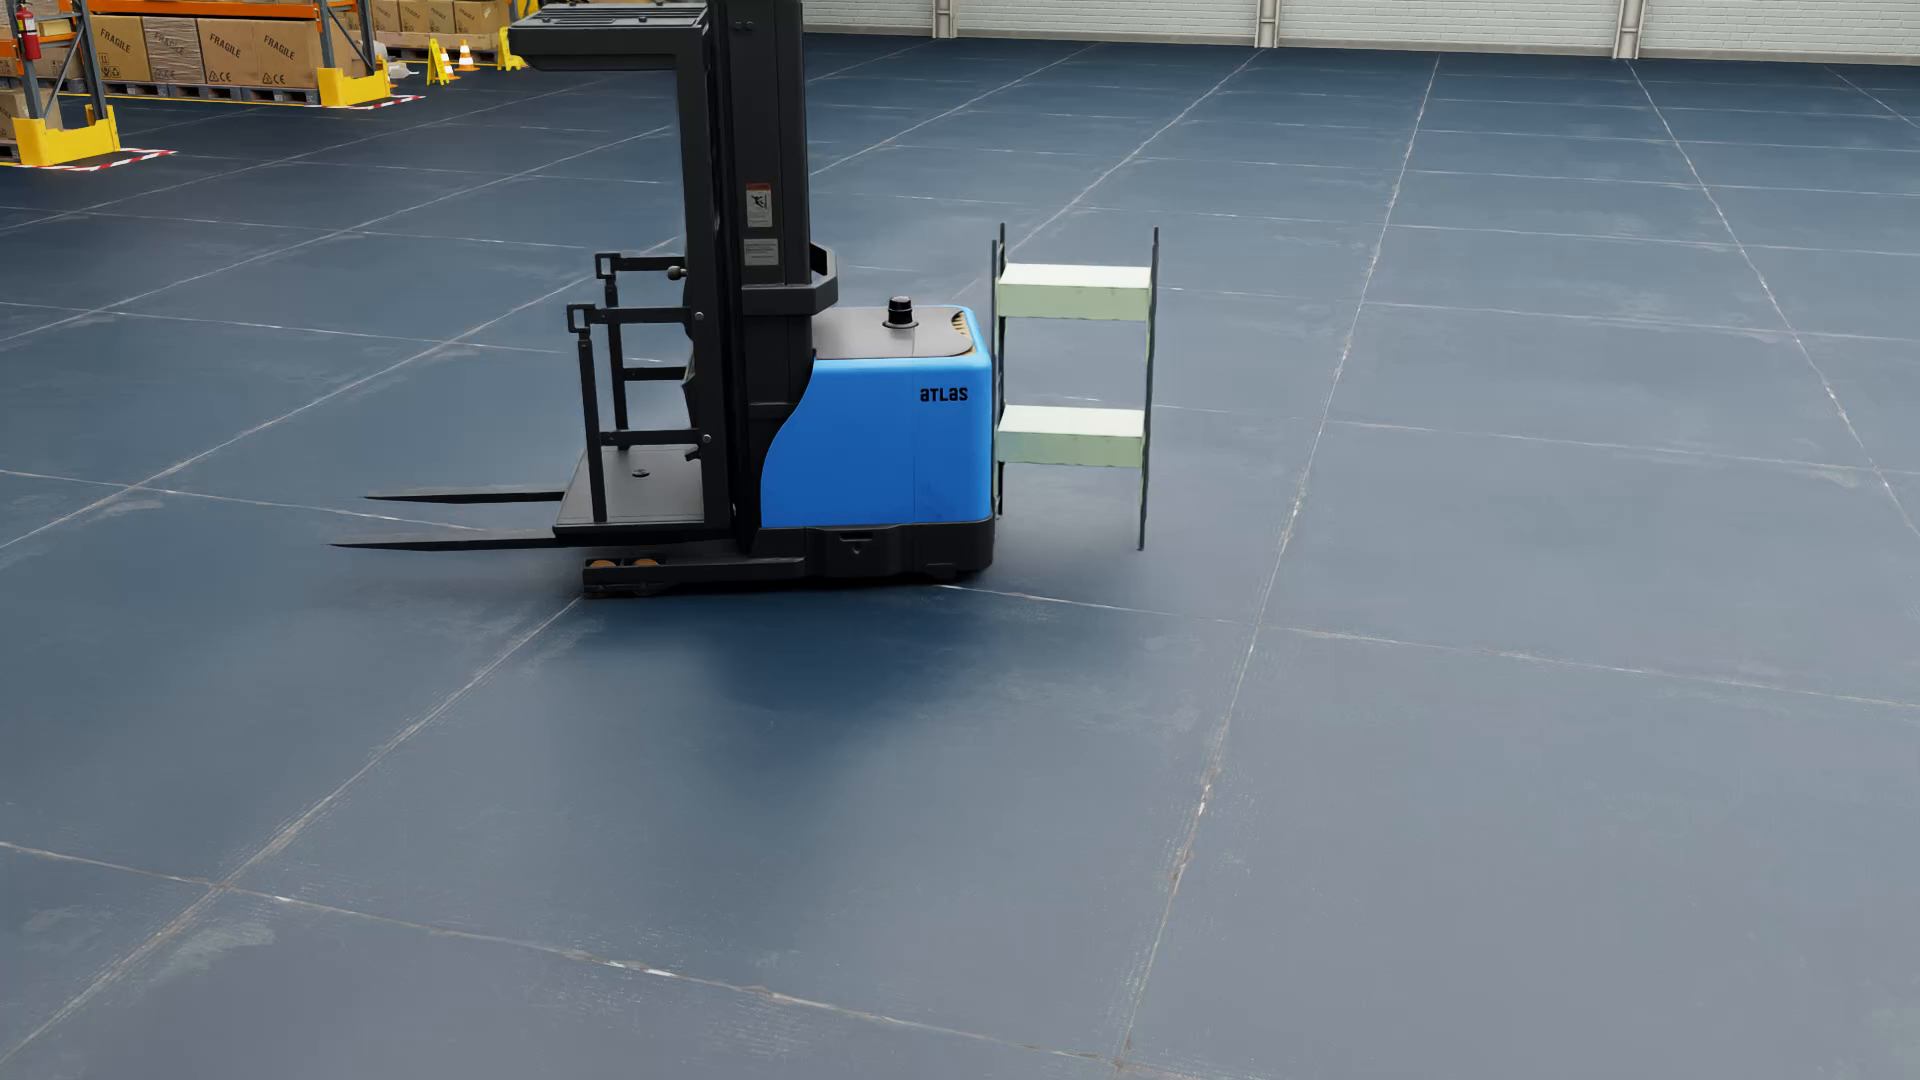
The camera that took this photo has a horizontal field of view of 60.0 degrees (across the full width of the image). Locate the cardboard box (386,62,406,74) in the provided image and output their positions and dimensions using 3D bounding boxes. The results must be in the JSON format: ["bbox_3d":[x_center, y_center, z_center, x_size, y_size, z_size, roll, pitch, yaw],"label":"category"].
[{"bbox_3d":[-8.888,-7.377,25.997,0.380,0.149,0.250,-20,29,-39],"label":"cardboard box"}]

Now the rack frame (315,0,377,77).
[{"bbox_3d":[-8.383,-7.477,22.484,0.127,3.000,1.000,7,23,16],"label":"rack frame"}]

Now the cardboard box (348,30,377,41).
[{"bbox_3d":[-9.878,-8.430,27.877,0.500,0.250,0.500,8,24,19],"label":"cardboard box"}]

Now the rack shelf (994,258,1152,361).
[{"bbox_3d":[0.545,-1.098,7.881,0.720,0.370,0.431,3,22,7],"label":"rack shelf"}]

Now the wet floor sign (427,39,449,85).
[{"bbox_3d":[-7.783,-7.104,24.677,0.232,0.644,0.267,3,22,6],"label":"wet floor sign"}]

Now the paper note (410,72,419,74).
[{"bbox_3d":[-8.530,-7.293,25.948,0.142,0.019,0.148,-1,22,-3],"label":"paper note"}]

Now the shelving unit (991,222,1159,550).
[{"bbox_3d":[0.545,-0.737,8.030,0.755,1.500,0.431,3,22,7],"label":"shelving unit"}]

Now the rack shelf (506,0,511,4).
[{"bbox_3d":[-8.965,-9.173,27.566,4.000,0.370,1.077,7,23,16],"label":"rack shelf"}]

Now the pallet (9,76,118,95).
[{"bbox_3d":[-12.973,-6.682,24.221,1.213,0.211,1.003,7,23,16],"label":"pallet"}]

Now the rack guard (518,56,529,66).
[{"bbox_3d":[-7.123,-8.138,27.390,0.348,0.500,1.175,7,23,16],"label":"rack guard"}]

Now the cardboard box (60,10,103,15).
[{"bbox_3d":[-15.346,-9.480,29.615,0.875,0.875,0.875,6,23,15],"label":"cardboard box"}]

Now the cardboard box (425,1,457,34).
[{"bbox_3d":[-8.393,-8.604,27.315,0.500,0.500,0.500,7,23,17],"label":"cardboard box"}]

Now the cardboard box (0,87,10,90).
[{"bbox_3d":[-11.088,-4.851,18.823,0.500,0.500,0.500,13,26,29],"label":"cardboard box"}]

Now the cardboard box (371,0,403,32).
[{"bbox_3d":[-9.381,-8.719,27.595,0.500,0.500,0.500,8,24,18],"label":"cardboard box"}]

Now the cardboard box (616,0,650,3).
[{"bbox_3d":[-6.176,-10.183,31.493,0.500,0.250,0.500,6,23,15],"label":"cardboard box"}]

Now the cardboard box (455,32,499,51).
[{"bbox_3d":[-7.925,-8.202,27.322,0.500,0.250,0.500,6,23,15],"label":"cardboard box"}]

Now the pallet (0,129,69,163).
[{"bbox_3d":[-10.753,-4.506,18.915,1.213,0.211,1.003,7,23,16],"label":"pallet"}]

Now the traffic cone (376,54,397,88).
[{"bbox_3d":[-8.481,-6.877,24.365,0.334,0.463,0.336,7,23,16],"label":"traffic cone"}]

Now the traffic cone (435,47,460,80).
[{"bbox_3d":[-7.829,-7.250,25.275,0.334,0.463,0.336,7,23,16],"label":"traffic cone"}]

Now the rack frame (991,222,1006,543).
[{"bbox_3d":[0.182,-0.755,8.073,0.023,1.500,0.400,3,22,7],"label":"rack frame"}]

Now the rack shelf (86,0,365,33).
[{"bbox_3d":[-10.298,-7.363,23.155,4.000,0.370,1.077,7,23,16],"label":"rack shelf"}]

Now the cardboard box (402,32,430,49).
[{"bbox_3d":[-8.898,-8.314,27.595,0.500,0.250,0.500,6,23,14],"label":"cardboard box"}]

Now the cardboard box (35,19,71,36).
[{"bbox_3d":[-10.116,-5.687,18.452,0.250,0.149,0.380,7,23,16],"label":"cardboard box"}]

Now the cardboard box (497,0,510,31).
[{"bbox_3d":[-7.765,-8.747,27.661,0.500,0.500,0.500,6,23,14],"label":"cardboard box"}]

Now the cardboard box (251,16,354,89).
[{"bbox_3d":[-9.051,-6.738,22.930,0.875,0.875,0.875,7,23,16],"label":"cardboard box"}]

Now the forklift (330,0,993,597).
[{"bbox_3d":[-1.390,-1.304,7.525,3.031,2.935,1.130,-2,22,-4],"label":"forklift"}]

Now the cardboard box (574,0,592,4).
[{"bbox_3d":[-7.153,-10.291,31.756,0.500,0.250,0.500,6,23,14],"label":"cardboard box"}]

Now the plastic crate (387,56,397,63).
[{"bbox_3d":[-9.613,-7.904,27.372,0.583,0.080,0.402,-1,22,-3],"label":"plastic crate"}]

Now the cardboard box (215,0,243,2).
[{"bbox_3d":[-9.784,-7.730,22.903,0.550,0.550,0.875,7,23,16],"label":"cardboard box"}]

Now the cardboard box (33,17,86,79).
[{"bbox_3d":[-12.833,-7.104,23.986,0.750,0.750,1.050,6,23,15],"label":"cardboard box"}]

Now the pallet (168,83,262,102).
[{"bbox_3d":[-10.335,-6.380,23.485,1.213,0.211,1.003,7,23,15],"label":"pallet"}]

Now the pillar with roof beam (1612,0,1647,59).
[{"bbox_3d":[9.963,-10.732,22.515,0.400,9.000,9.100,7,23,16],"label":"pillar with roof beam"}]

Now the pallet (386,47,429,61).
[{"bbox_3d":[-9.054,-8.241,28.021,1.213,0.211,1.003,7,23,16],"label":"pallet"}]

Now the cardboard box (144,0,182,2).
[{"bbox_3d":[-10.840,-7.794,23.061,0.550,0.550,0.875,7,23,16],"label":"cardboard box"}]

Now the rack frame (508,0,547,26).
[{"bbox_3d":[-7.050,-9.286,26.895,0.127,3.000,1.000,7,23,16],"label":"rack frame"}]

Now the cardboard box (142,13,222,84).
[{"bbox_3d":[-10.767,-6.935,23.409,0.875,0.875,0.875,7,23,16],"label":"cardboard box"}]

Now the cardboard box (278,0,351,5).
[{"bbox_3d":[-8.751,-7.570,22.514,0.550,0.550,0.875,7,23,16],"label":"cardboard box"}]

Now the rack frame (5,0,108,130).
[{"bbox_3d":[-9.913,-5.686,18.117,0.127,3.000,1.000,7,23,16],"label":"rack frame"}]

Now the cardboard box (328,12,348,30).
[{"bbox_3d":[-10.393,-8.831,27.867,0.500,0.500,0.500,8,24,18],"label":"cardboard box"}]

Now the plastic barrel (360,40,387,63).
[{"bbox_3d":[-9.465,-7.771,26.595,0.512,0.421,0.421,-14,26,-30],"label":"plastic barrel"}]
